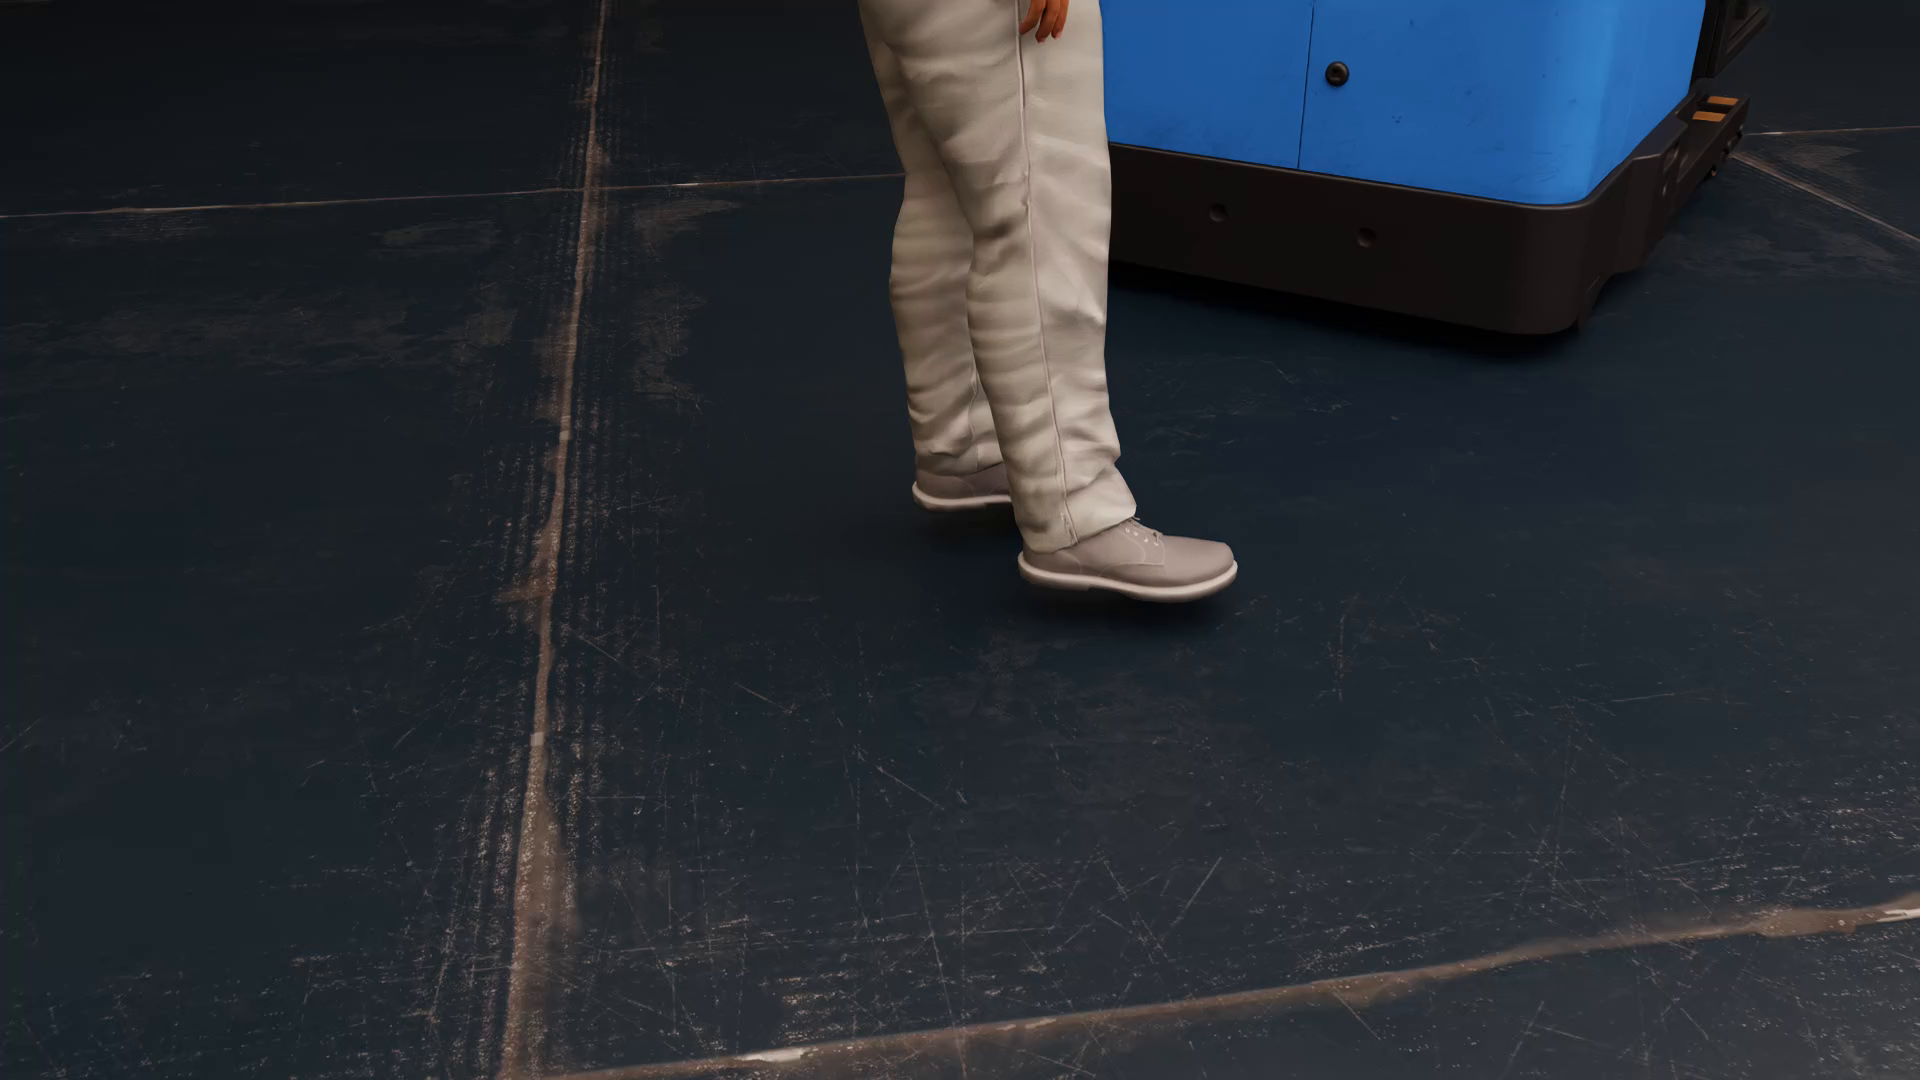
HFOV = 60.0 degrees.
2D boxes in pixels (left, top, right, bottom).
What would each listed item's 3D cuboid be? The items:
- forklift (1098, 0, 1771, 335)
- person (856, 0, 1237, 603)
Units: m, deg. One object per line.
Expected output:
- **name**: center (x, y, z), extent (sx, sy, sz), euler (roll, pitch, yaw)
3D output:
- **forklift**: center (1.425, -2.322, 3.749), extent (1.130, 2.935, 3.031), euler (16, 32, 27)
- **person**: center (0.079, -0.774, 2.079), extent (0.529, 1.669, 0.599), euler (-5, 28, -9)
